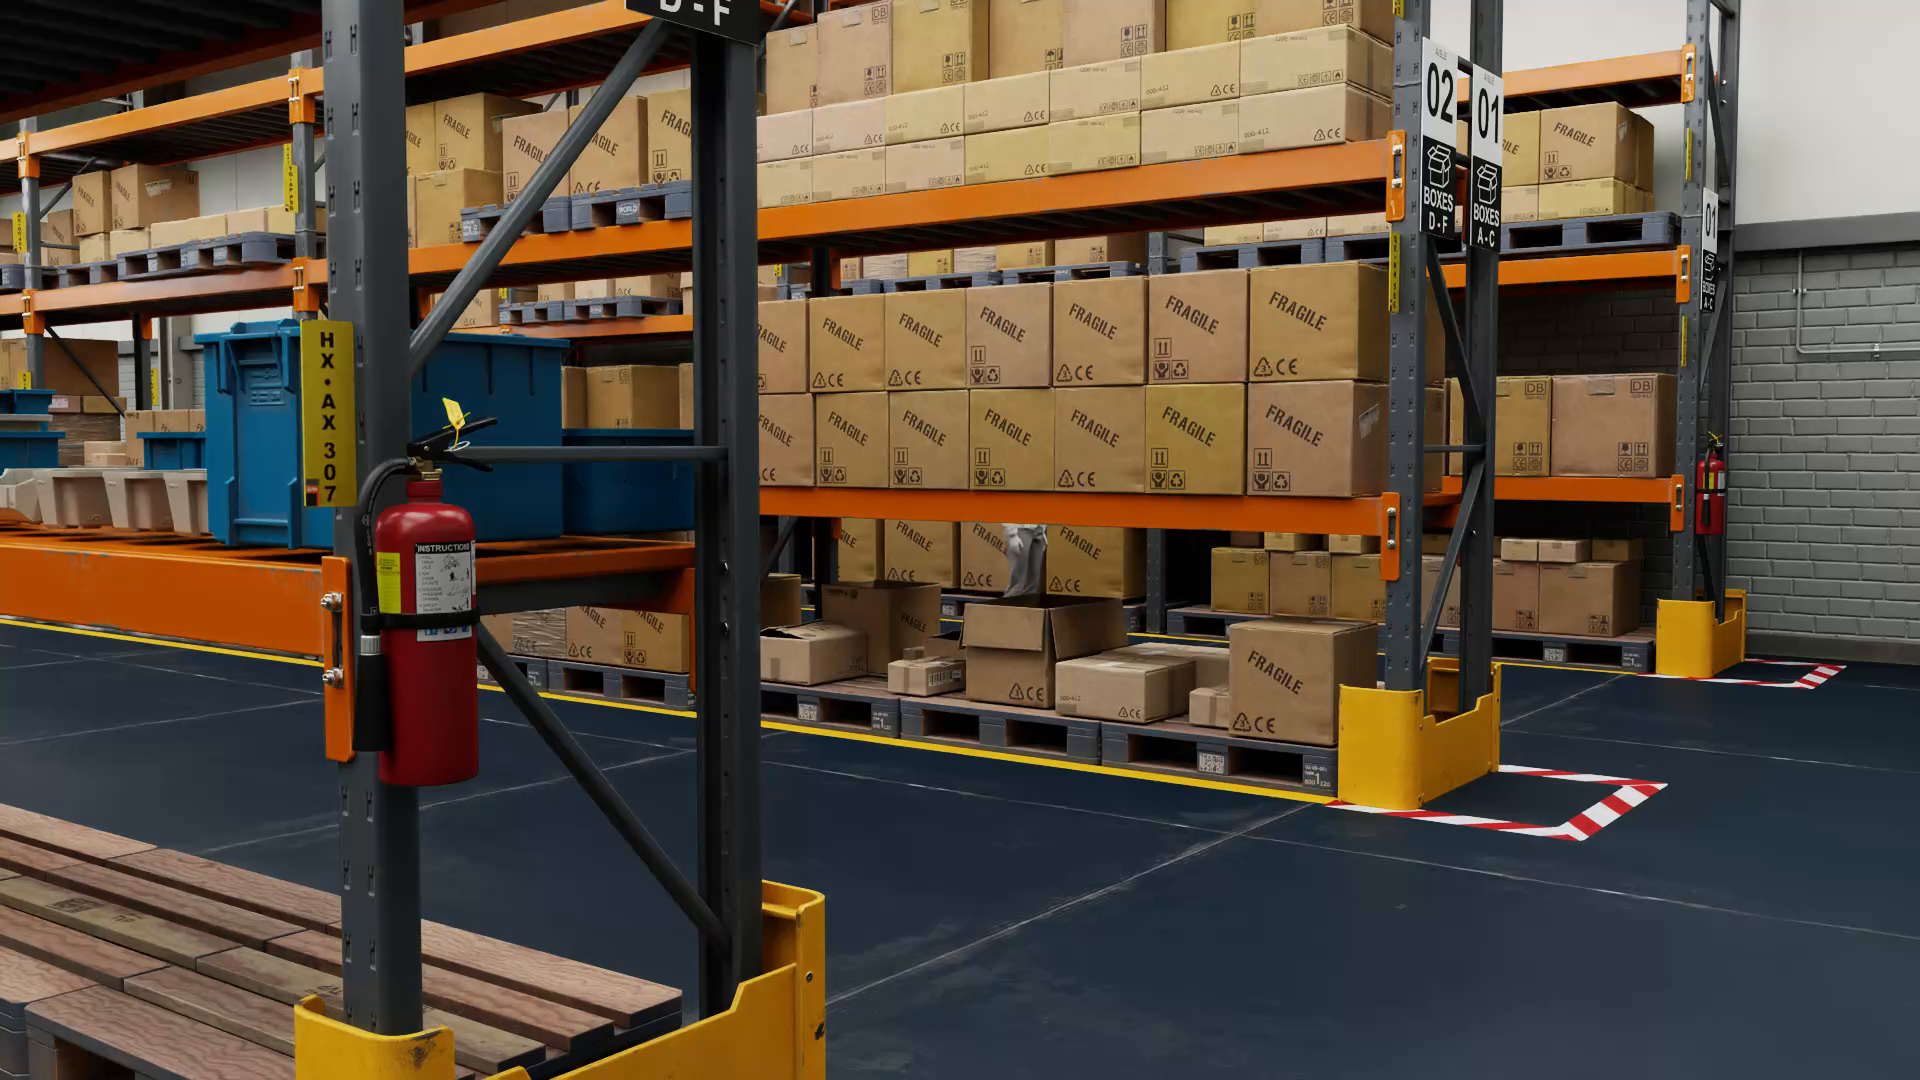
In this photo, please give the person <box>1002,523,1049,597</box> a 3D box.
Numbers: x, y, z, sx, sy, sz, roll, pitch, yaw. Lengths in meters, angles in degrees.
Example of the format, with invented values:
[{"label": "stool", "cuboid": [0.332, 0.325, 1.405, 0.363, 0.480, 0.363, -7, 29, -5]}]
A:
[{"label": "person", "cuboid": [0.512, -0.052, 12.884, 0.340, 1.684, 0.475, 2, 4, 36]}]
